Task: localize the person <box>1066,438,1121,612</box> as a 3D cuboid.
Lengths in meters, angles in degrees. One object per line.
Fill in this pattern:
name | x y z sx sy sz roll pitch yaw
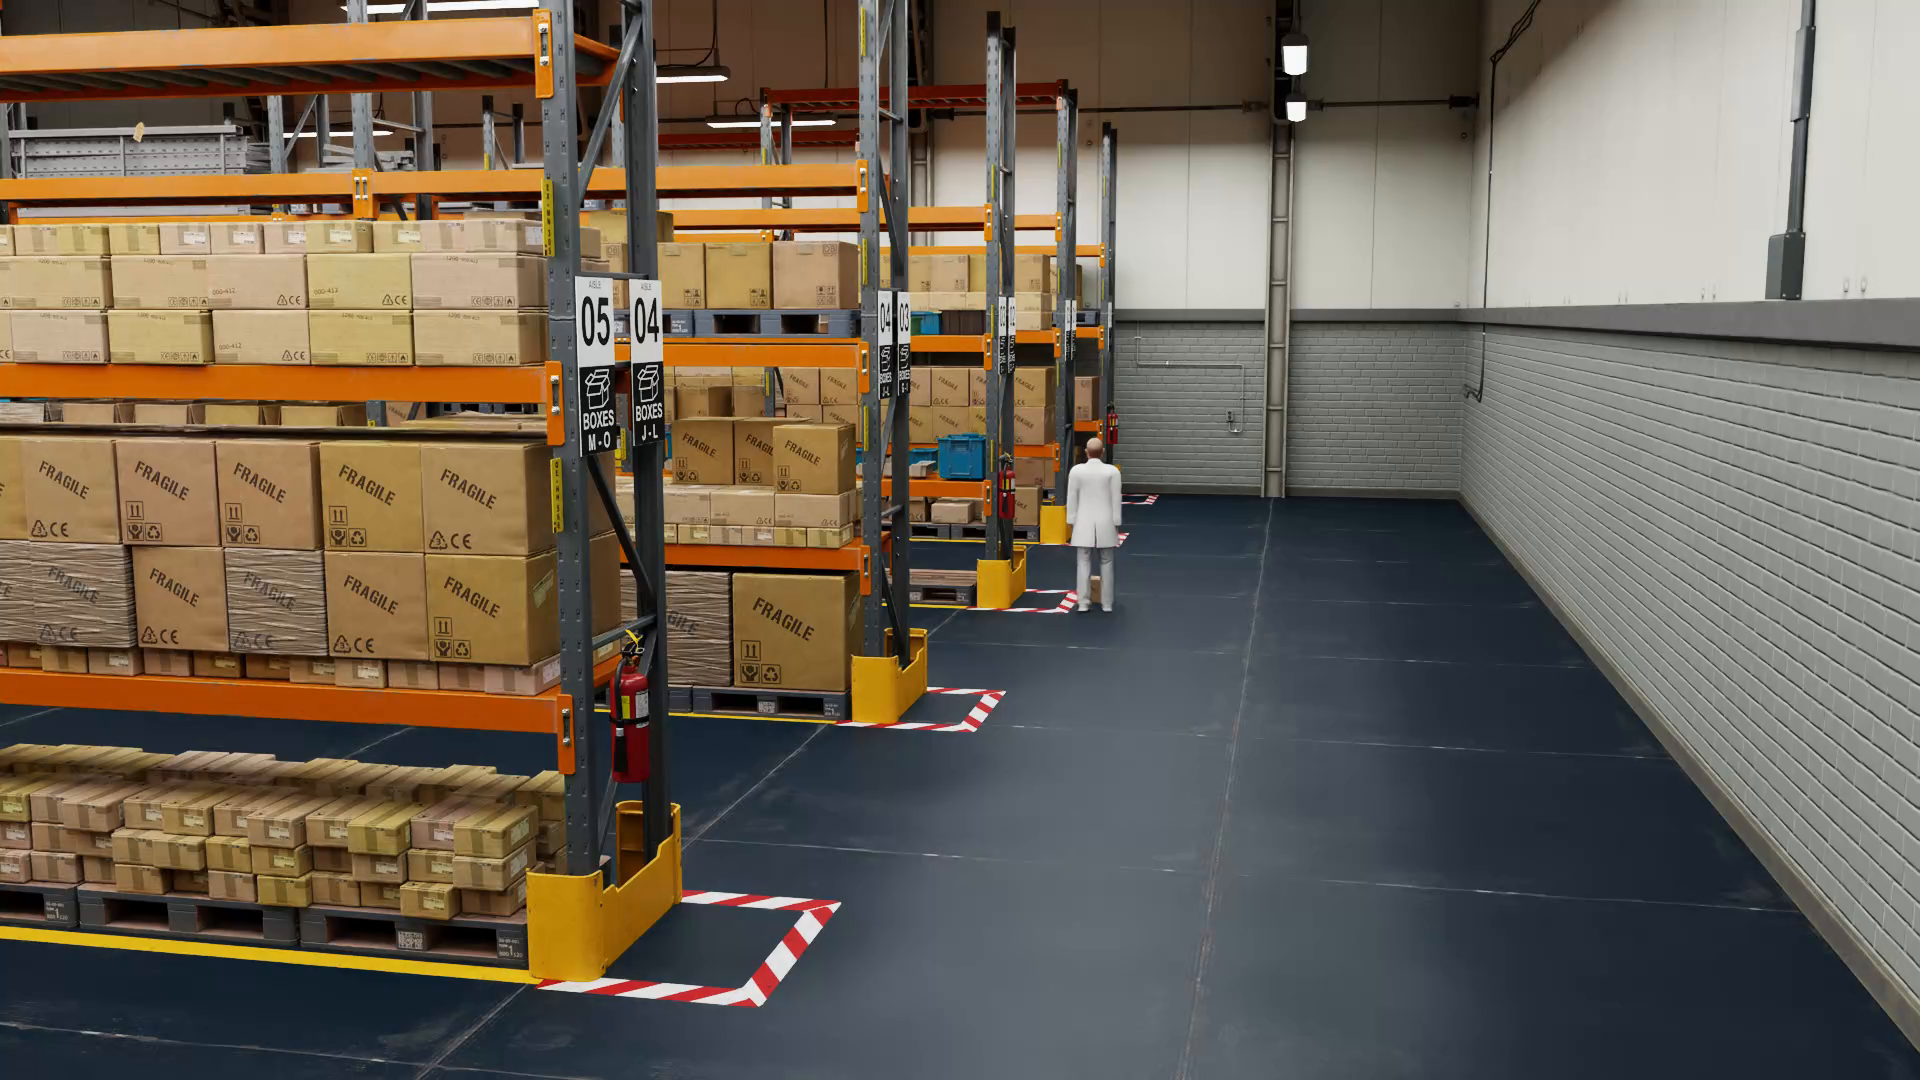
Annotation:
person | 1.371 -0.159 17.047 0.561 1.777 0.391 1 8 6
